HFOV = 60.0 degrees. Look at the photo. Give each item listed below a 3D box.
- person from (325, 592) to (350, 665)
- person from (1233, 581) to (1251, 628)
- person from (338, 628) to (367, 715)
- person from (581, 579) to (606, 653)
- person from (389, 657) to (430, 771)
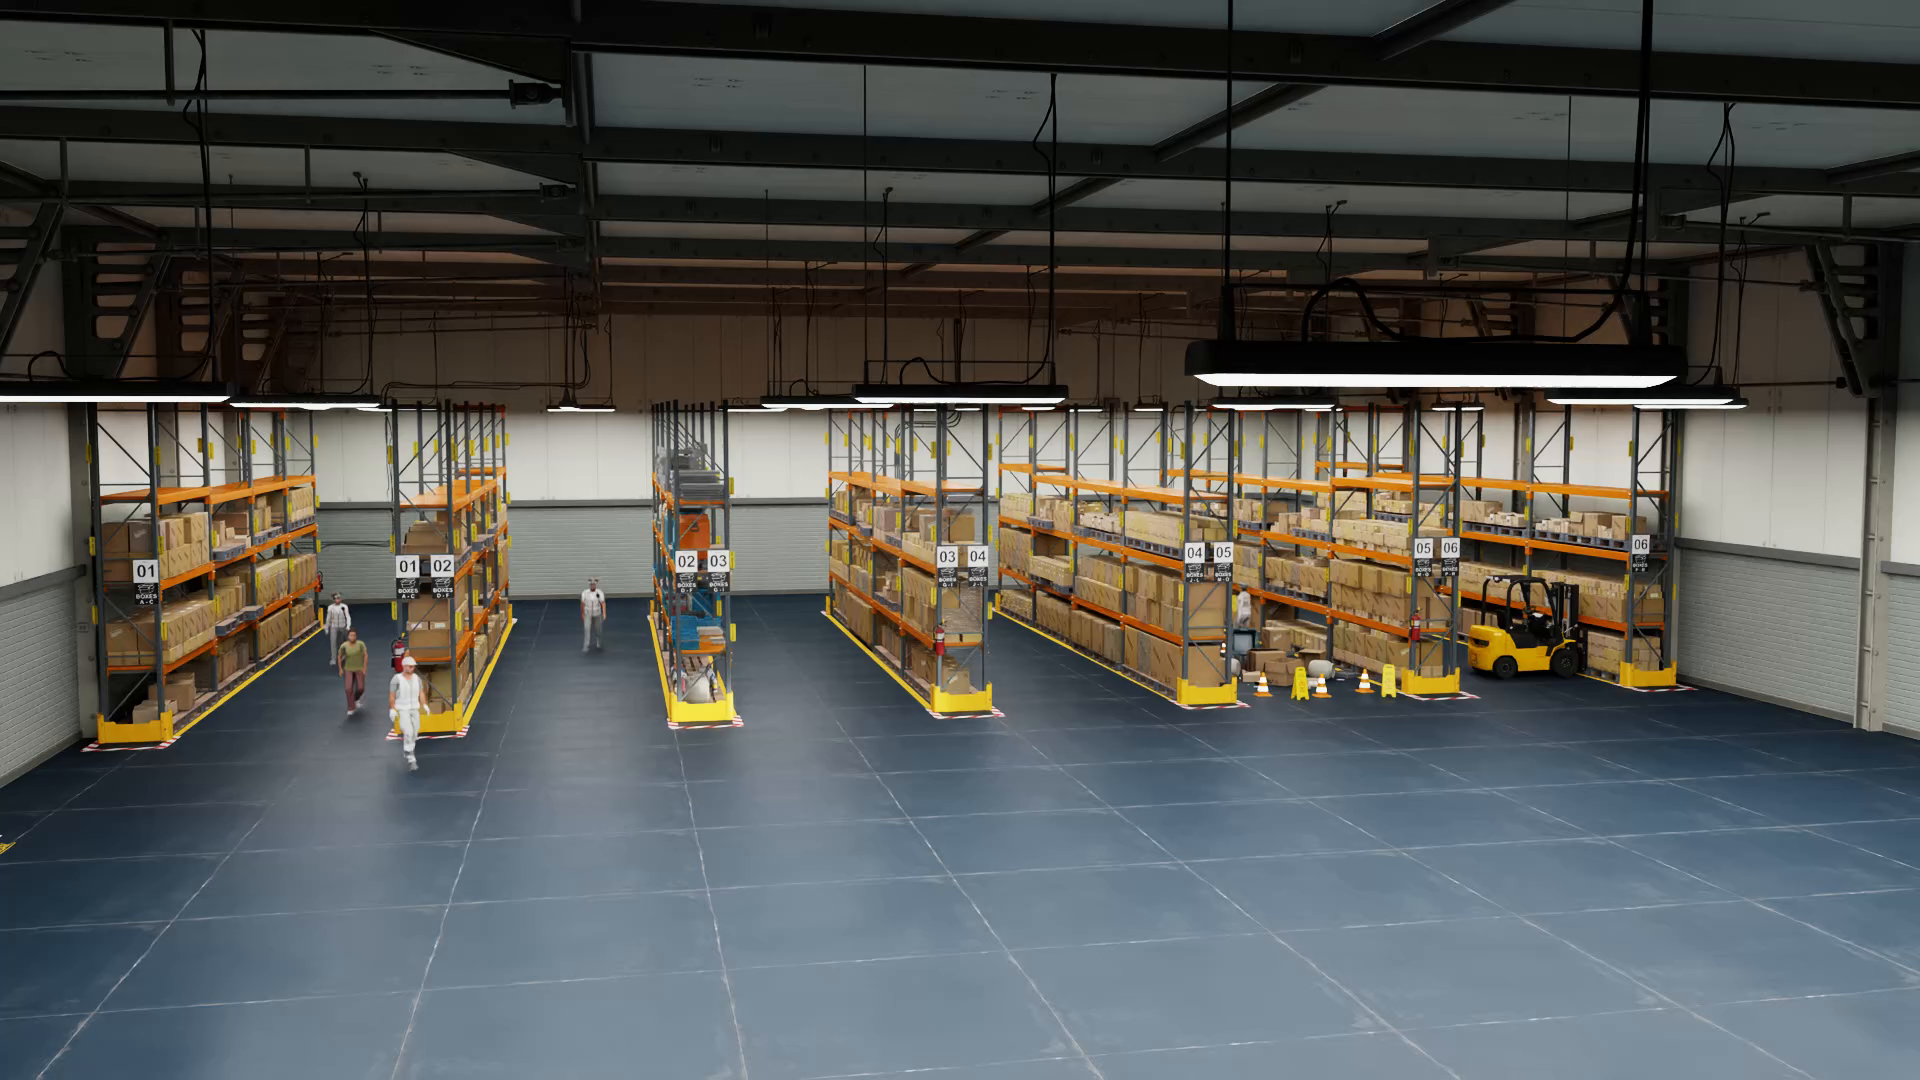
[{"bbox_3d":[-14.283,2.005,38.165,0.559,1.620,1.022,-2,5,-20],"label":"person"},{"bbox_3d":[6.848,1.863,40.278,0.519,1.702,0.373,-4,6,-44],"label":"person"},{"bbox_3d":[-11.662,2.511,31.939,0.535,1.635,0.640,-2,5,-22],"label":"person"},{"bbox_3d":[-8.899,1.801,40.339,0.639,1.733,1.010,0,4,-3],"label":"person"},{"bbox_3d":[-8.900,2.803,27.026,0.756,1.788,0.559,4,6,41],"label":"person"}]
